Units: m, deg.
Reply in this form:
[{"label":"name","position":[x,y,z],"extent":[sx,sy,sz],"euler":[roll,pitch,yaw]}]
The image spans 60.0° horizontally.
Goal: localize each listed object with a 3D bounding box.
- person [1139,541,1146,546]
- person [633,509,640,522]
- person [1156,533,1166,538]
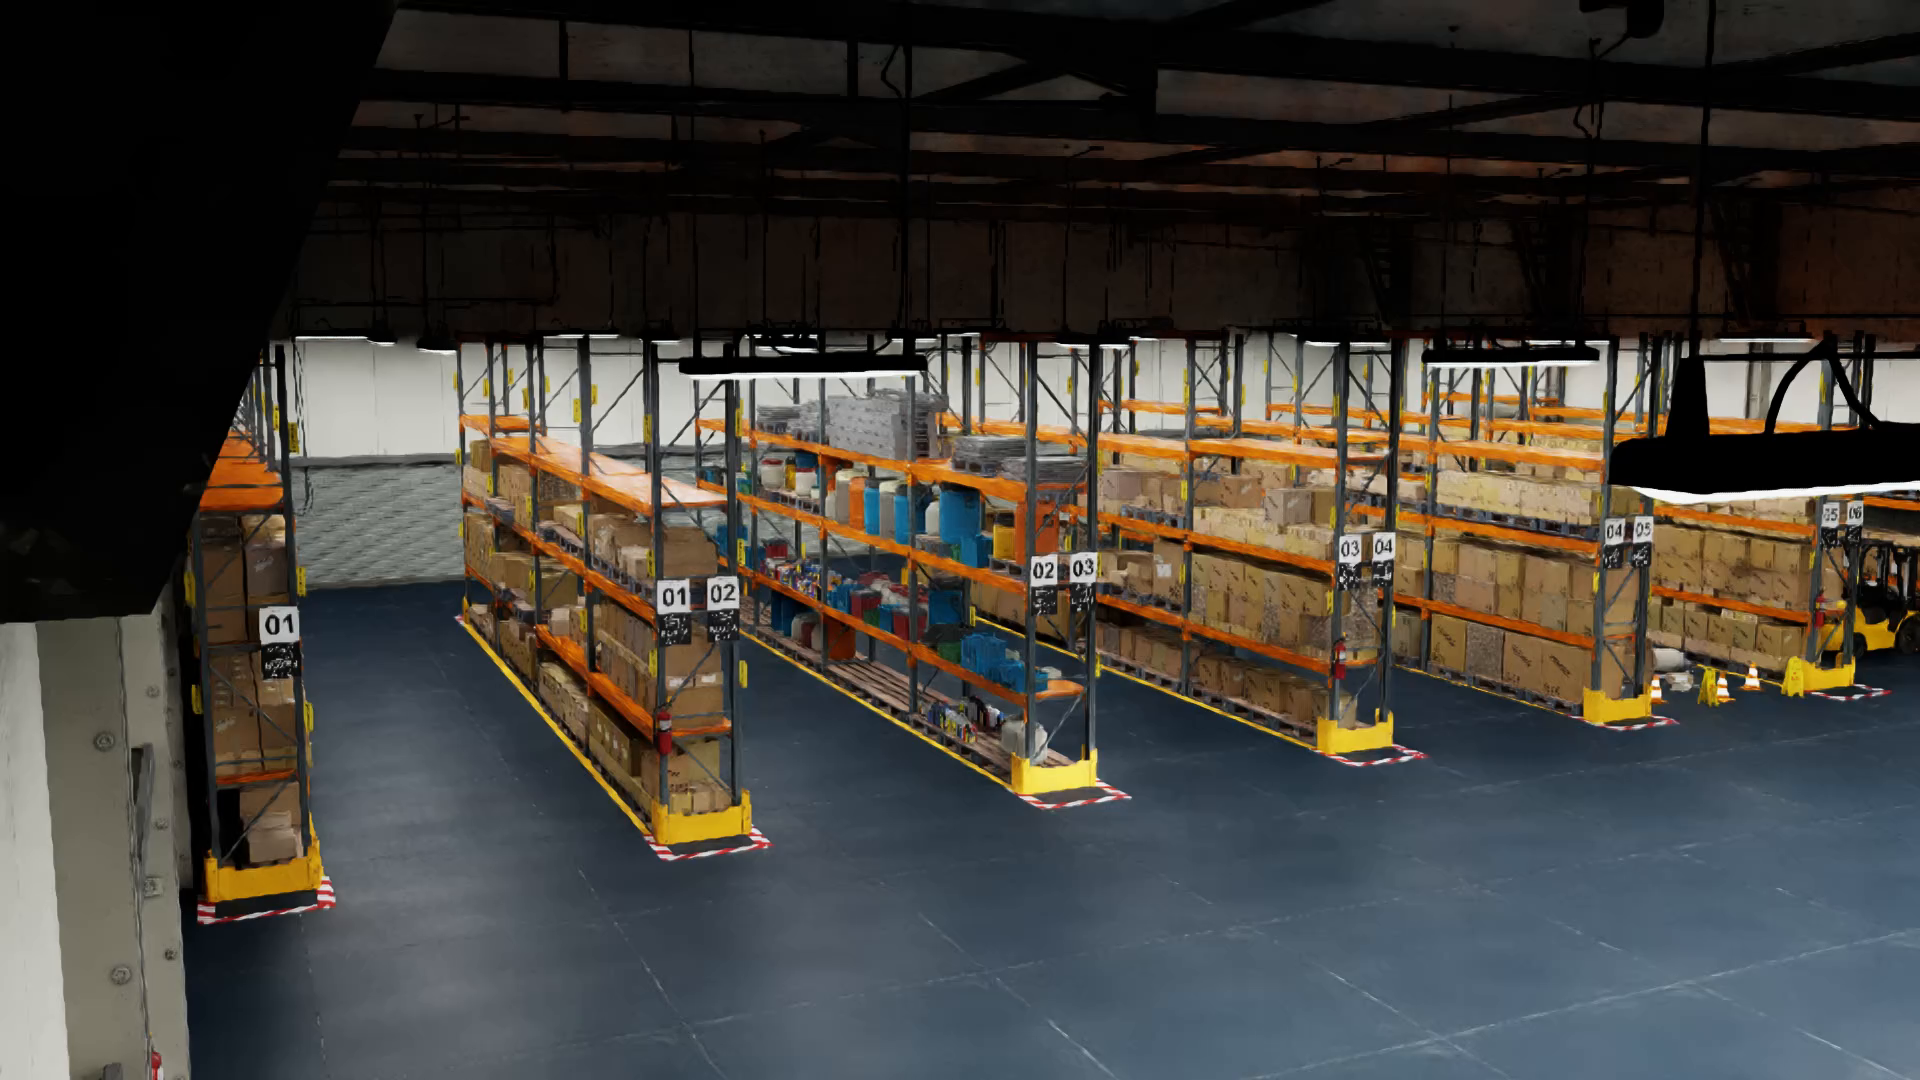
[{"label":"person","position":[5.116,-0.733,45.938],"extent":[0.622,1.770,0.604],"euler":[2,8,11]},{"label":"person","position":[-7.920,0.070,39.968],"extent":[0.488,1.781,0.718],"euler":[2,8,18]},{"label":"person","position":[4.279,0.649,35.646],"extent":[0.600,1.744,0.657],"euler":[-1,8,-5]}]
